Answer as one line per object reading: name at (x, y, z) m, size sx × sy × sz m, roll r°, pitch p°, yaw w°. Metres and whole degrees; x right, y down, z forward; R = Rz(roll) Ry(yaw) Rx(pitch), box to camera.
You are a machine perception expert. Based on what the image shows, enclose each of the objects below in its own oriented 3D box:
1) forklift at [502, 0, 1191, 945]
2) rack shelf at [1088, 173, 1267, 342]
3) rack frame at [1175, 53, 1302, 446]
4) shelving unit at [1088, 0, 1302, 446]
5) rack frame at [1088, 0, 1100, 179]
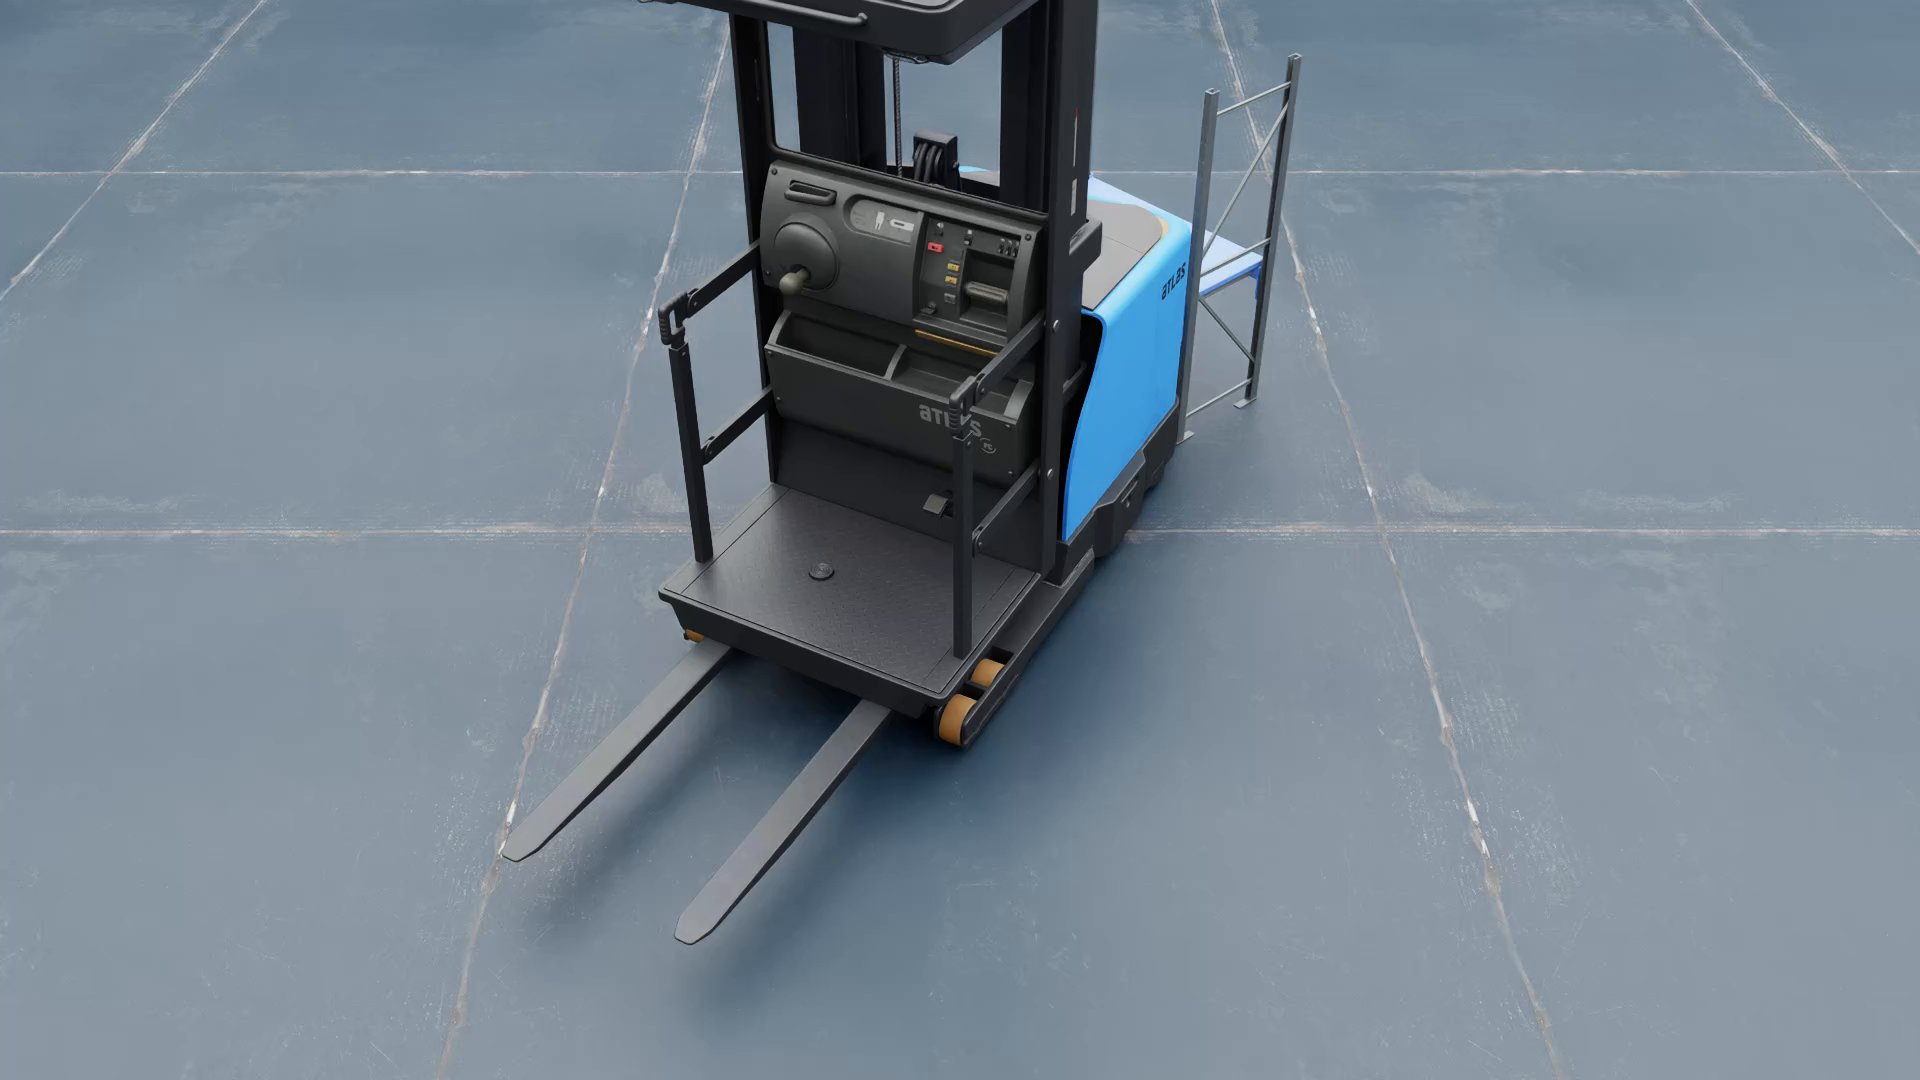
forklift at (-0.300, -0.800, 4.904) m, size 1.130 × 2.935 × 3.031 m, roll 19°, pitch 42°, yaw 22°
rack shelf at (0.709, -1.174, 6.803) m, size 0.538 × 0.185 × 1.000 m, roll -30°, pitch 47°, yaw -32°
rack frame at (1.050, -1.079, 6.397) m, size 0.500 × 1.500 × 0.032 m, roll -30°, pitch 47°, yaw -32°
shelving unit at (0.709, -1.314, 6.691) m, size 0.538 × 1.500 × 1.048 m, roll -30°, pitch 47°, yaw -32°
rack frame at (0.367, -1.550, 6.985) m, size 0.500 × 1.500 × 0.032 m, roll -30°, pitch 47°, yaw -32°
